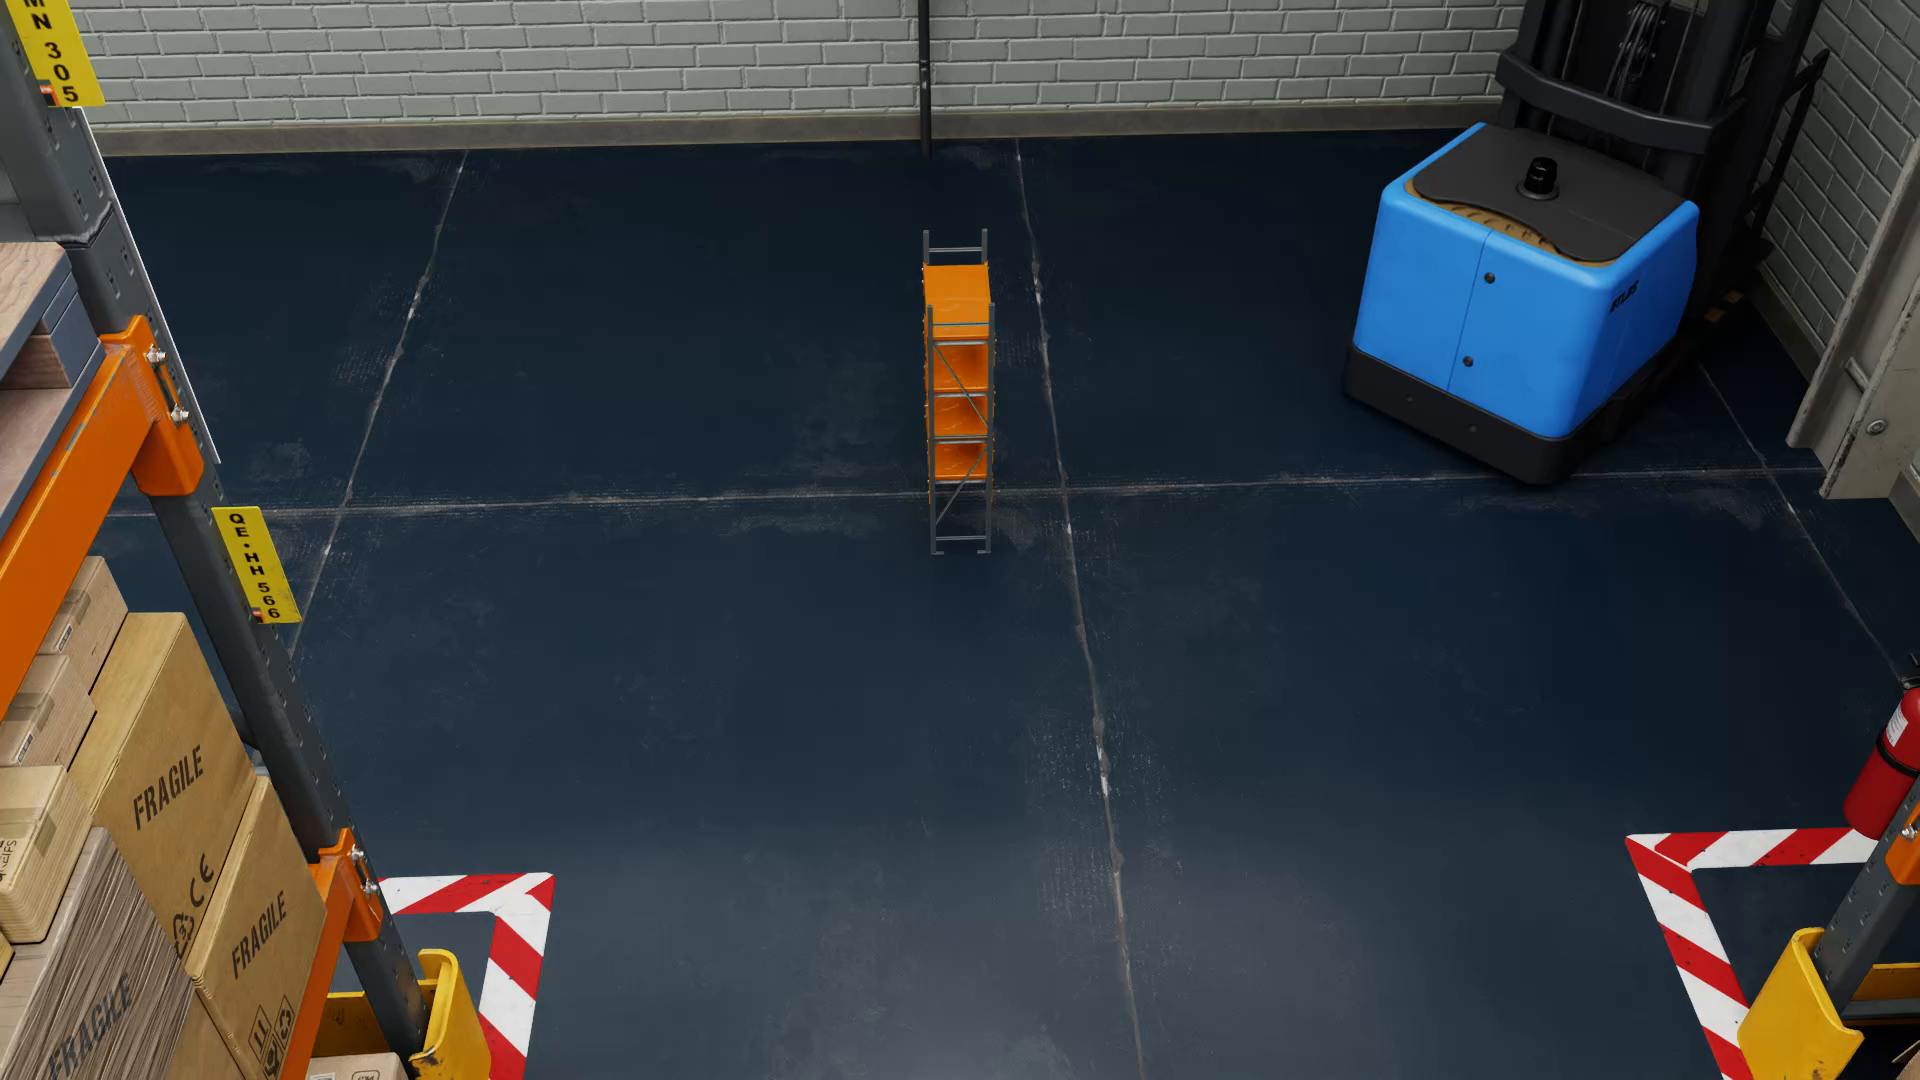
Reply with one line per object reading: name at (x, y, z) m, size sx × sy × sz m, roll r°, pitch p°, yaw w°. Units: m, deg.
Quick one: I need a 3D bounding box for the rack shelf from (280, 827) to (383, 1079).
rack shelf at (-1.912, 2.191, 2.672) m, size 1.077 × 0.370 × 4.000 m, roll -2°, pitch 43°, yaw -2°

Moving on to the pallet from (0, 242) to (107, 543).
pallet at (-1.955, 0.003, 2.372) m, size 1.003 × 0.211 × 1.213 m, roll -2°, pitch 43°, yaw -2°

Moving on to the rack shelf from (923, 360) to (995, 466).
rack shelf at (-0.007, -0.504, 6.512) m, size 0.258 × 0.148 × 0.480 m, roll -2°, pitch 43°, yaw -2°

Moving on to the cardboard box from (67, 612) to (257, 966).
cardboard box at (-1.739, 0.489, 3.182) m, size 0.500 × 0.500 × 0.500 m, roll 0°, pitch 43°, yaw 0°

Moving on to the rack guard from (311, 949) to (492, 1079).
rack guard at (-1.998, 1.481, 4.764) m, size 1.175 × 0.500 × 0.348 m, roll -2°, pitch 43°, yaw -2°

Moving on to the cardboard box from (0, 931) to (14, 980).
cardboard box at (-1.682, 0.682, 2.492) m, size 0.380 × 0.149 × 0.250 m, roll -1°, pitch 43°, yaw -1°

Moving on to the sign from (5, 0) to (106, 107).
sign at (-1.454, -0.833, 2.622) m, size 0.100 × 0.325 × 0.005 m, roll -2°, pitch 43°, yaw -2°

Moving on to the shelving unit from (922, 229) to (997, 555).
shelving unit at (-0.007, -0.554, 6.466) m, size 0.258 × 1.200 × 0.503 m, roll -2°, pitch 43°, yaw -2°

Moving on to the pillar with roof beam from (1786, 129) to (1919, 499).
pillar with roof beam at (-0.553, -3.503, 3.912) m, size 9.100 × 9.000 × 0.400 m, roll -2°, pitch 43°, yaw -2°

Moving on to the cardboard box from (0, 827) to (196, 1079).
cardboard box at (-1.687, 0.841, 2.798) m, size 0.500 × 0.500 × 0.500 m, roll -2°, pitch 43°, yaw -2°

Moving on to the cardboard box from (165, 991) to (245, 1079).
cardboard box at (-1.706, 1.196, 3.151) m, size 0.500 × 0.500 × 0.500 m, roll -2°, pitch 43°, yaw -3°

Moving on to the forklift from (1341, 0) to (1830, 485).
forklift at (3.069, -2.212, 6.994) m, size 1.130 × 2.935 × 3.031 m, roll 32°, pitch 51°, yaw 30°

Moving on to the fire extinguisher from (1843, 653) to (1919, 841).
fire extinguisher at (2.494, 0.511, 4.306) m, size 0.296 × 0.674 × 0.183 m, roll -2°, pitch 43°, yaw -2°

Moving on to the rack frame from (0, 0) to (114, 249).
rack frame at (-1.997, -1.636, 1.875) m, size 1.000 × 3.000 × 0.127 m, roll -2°, pitch 43°, yaw -2°

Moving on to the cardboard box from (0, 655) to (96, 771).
cardboard box at (-1.747, 0.339, 2.867) m, size 0.380 × 0.149 × 0.250 m, roll -1°, pitch 43°, yaw -1°

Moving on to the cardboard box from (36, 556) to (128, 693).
cardboard box at (-1.782, 0.168, 3.053) m, size 0.380 × 0.149 × 0.250 m, roll -1°, pitch 43°, yaw -1°

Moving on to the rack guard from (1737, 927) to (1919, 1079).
rack guard at (2.965, 1.404, 4.848) m, size 1.175 × 0.500 × 0.348 m, roll -2°, pitch 43°, yaw -2°

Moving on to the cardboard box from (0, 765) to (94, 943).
cardboard box at (-1.652, 0.511, 2.679) m, size 0.380 × 0.149 × 0.250 m, roll -2°, pitch 43°, yaw -2°

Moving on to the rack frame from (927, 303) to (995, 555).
rack frame at (0.003, -0.389, 6.287) m, size 0.240 × 1.200 × 0.015 m, roll -2°, pitch 43°, yaw -2°

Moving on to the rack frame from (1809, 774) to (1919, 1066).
rack frame at (2.962, 0.431, 4.060) m, size 1.000 × 3.000 × 0.127 m, roll -2°, pitch 43°, yaw -2°

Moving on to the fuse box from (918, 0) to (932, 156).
fuse box at (-0.155, -2.717, 8.448) m, size 0.539 × 1.711 × 0.414 m, roll -2°, pitch 43°, yaw -2°

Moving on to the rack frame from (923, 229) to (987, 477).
rack frame at (-0.017, -0.719, 6.646) m, size 0.240 × 1.200 × 0.015 m, roll -2°, pitch 43°, yaw -2°

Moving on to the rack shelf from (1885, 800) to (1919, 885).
rack shelf at (3.047, 2.046, 2.830) m, size 1.077 × 0.370 × 4.000 m, roll -2°, pitch 43°, yaw -2°

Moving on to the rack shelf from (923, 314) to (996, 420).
rack shelf at (-0.007, -0.669, 6.361) m, size 0.258 × 0.148 × 0.480 m, roll -2°, pitch 43°, yaw -2°

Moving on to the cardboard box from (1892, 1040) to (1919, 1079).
cardboard box at (2.893, 1.612, 4.308) m, size 0.797 × 0.503 × 0.637 m, roll -3°, pitch 43°, yaw -3°

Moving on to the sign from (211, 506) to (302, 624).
sign at (-1.454, 0.056, 3.437) m, size 0.100 × 0.325 × 0.005 m, roll -2°, pitch 43°, yaw -2°

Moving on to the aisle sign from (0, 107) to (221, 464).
aisle sign at (-1.690, -0.440, 3.086) m, size 0.394 × 0.787 × 0.004 m, roll -2°, pitch 43°, yaw -2°

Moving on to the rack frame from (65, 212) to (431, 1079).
rack frame at (-1.997, 0.576, 3.902) m, size 1.000 × 3.000 × 0.127 m, roll -2°, pitch 43°, yaw -2°

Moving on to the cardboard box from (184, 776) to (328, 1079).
cardboard box at (-1.712, 0.857, 3.521) m, size 0.500 × 0.500 × 0.500 m, roll -1°, pitch 43°, yaw -2°

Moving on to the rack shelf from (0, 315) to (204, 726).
rack shelf at (-1.912, 1.086, 1.658) m, size 1.077 × 0.370 × 4.000 m, roll -2°, pitch 43°, yaw -2°

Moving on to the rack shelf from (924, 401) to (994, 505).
rack shelf at (-0.007, -0.358, 6.646) m, size 0.258 × 0.148 × 0.480 m, roll -2°, pitch 43°, yaw -2°

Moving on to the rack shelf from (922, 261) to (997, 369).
rack shelf at (-0.007, -0.844, 6.201) m, size 0.258 × 0.148 × 0.480 m, roll -2°, pitch 43°, yaw -2°

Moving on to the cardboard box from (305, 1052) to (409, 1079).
cardboard box at (-1.869, 1.808, 4.143) m, size 0.875 × 0.438 × 0.875 m, roll -3°, pitch 43°, yaw -3°
